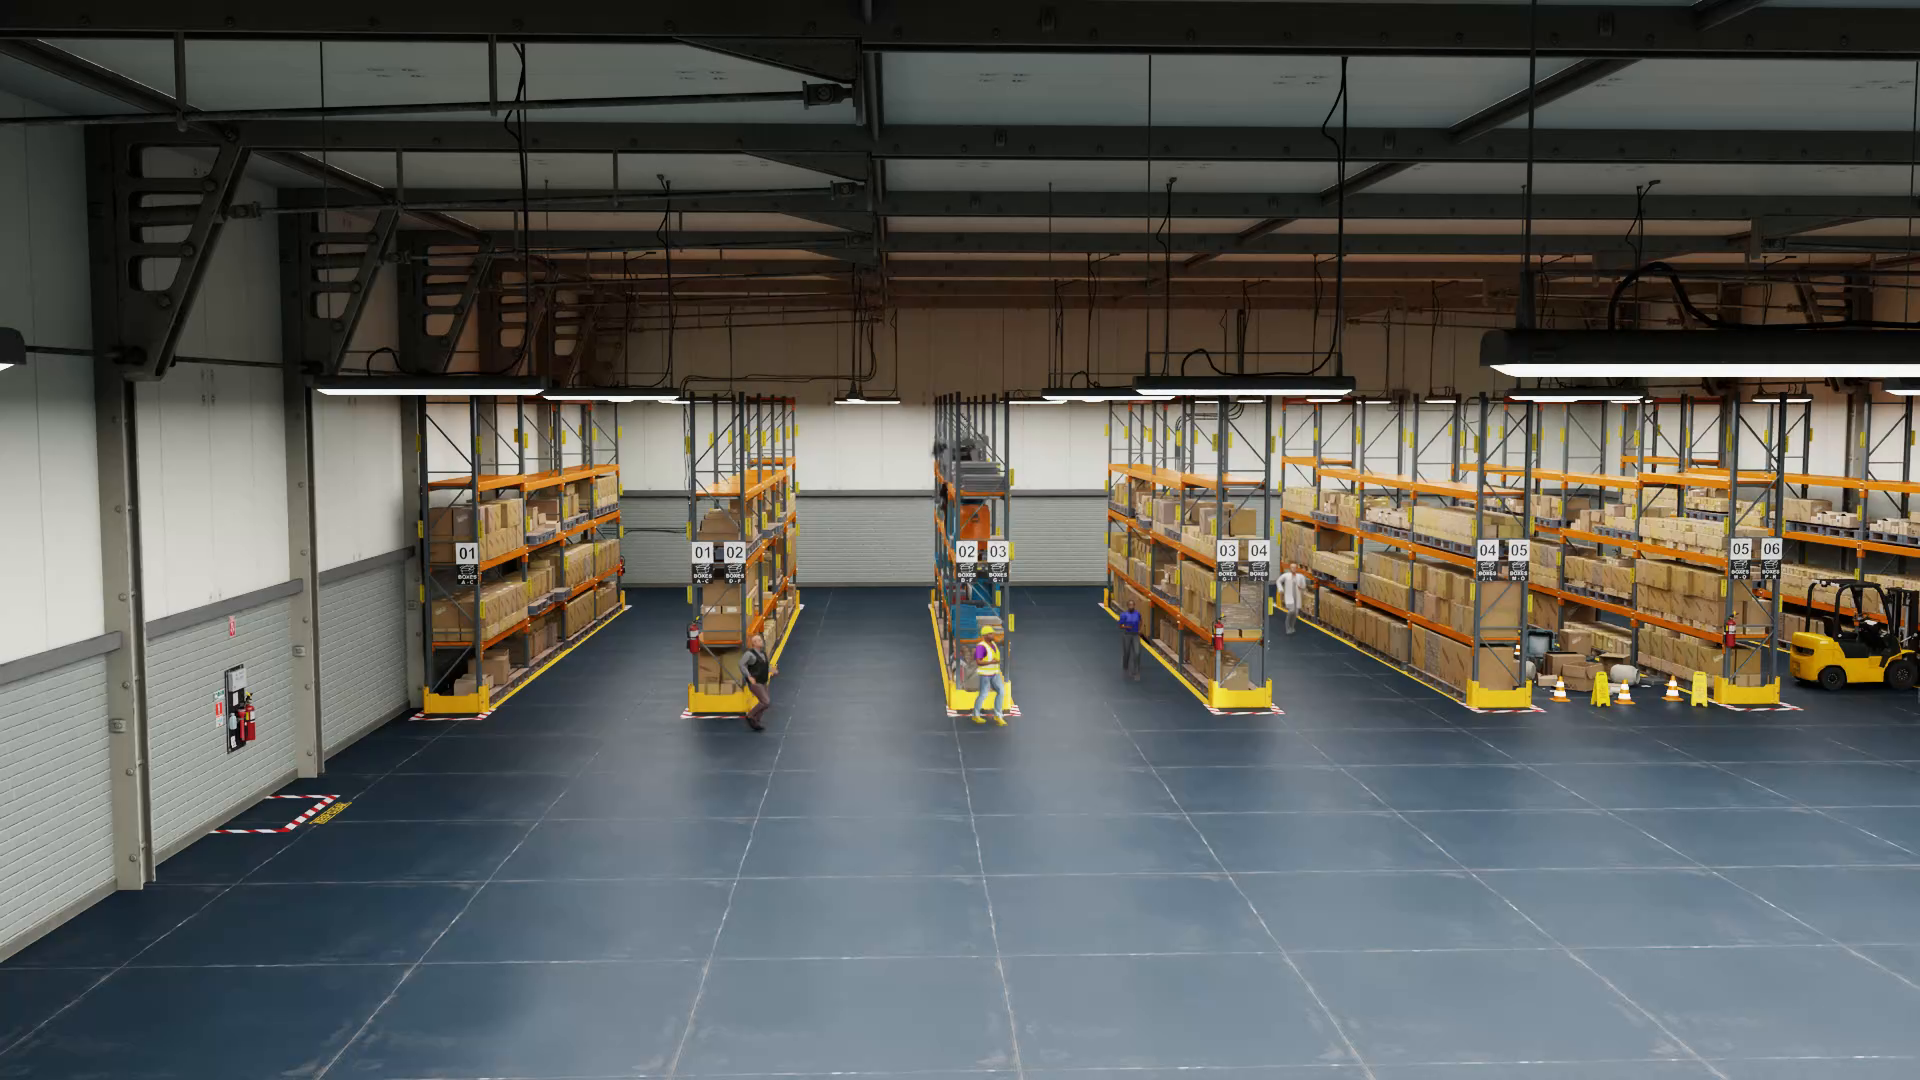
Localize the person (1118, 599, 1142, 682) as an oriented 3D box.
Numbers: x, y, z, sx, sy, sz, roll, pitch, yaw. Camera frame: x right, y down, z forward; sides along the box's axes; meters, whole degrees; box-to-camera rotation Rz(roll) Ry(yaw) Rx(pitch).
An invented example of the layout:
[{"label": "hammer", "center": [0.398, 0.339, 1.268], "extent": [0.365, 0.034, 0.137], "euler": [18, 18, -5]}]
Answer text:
[{"label": "person", "center": [3.586, 2.106, 34.974], "extent": [0.564, 1.703, 0.794], "euler": [-1, 5, -7]}]

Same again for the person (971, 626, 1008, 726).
[{"label": "person", "center": [0.523, 2.449, 29.845], "extent": [0.720, 1.821, 0.716], "euler": [4, 6, 39]}]

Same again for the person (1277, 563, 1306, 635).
[{"label": "person", "center": [8.381, 1.489, 41.886], "extent": [0.677, 1.807, 0.782], "euler": [-1, 5, -7]}]

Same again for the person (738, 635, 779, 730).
[{"label": "person", "center": [-3.515, 2.529, 29.387], "extent": [0.570, 1.684, 0.663], "euler": [2, 5, 25]}]
